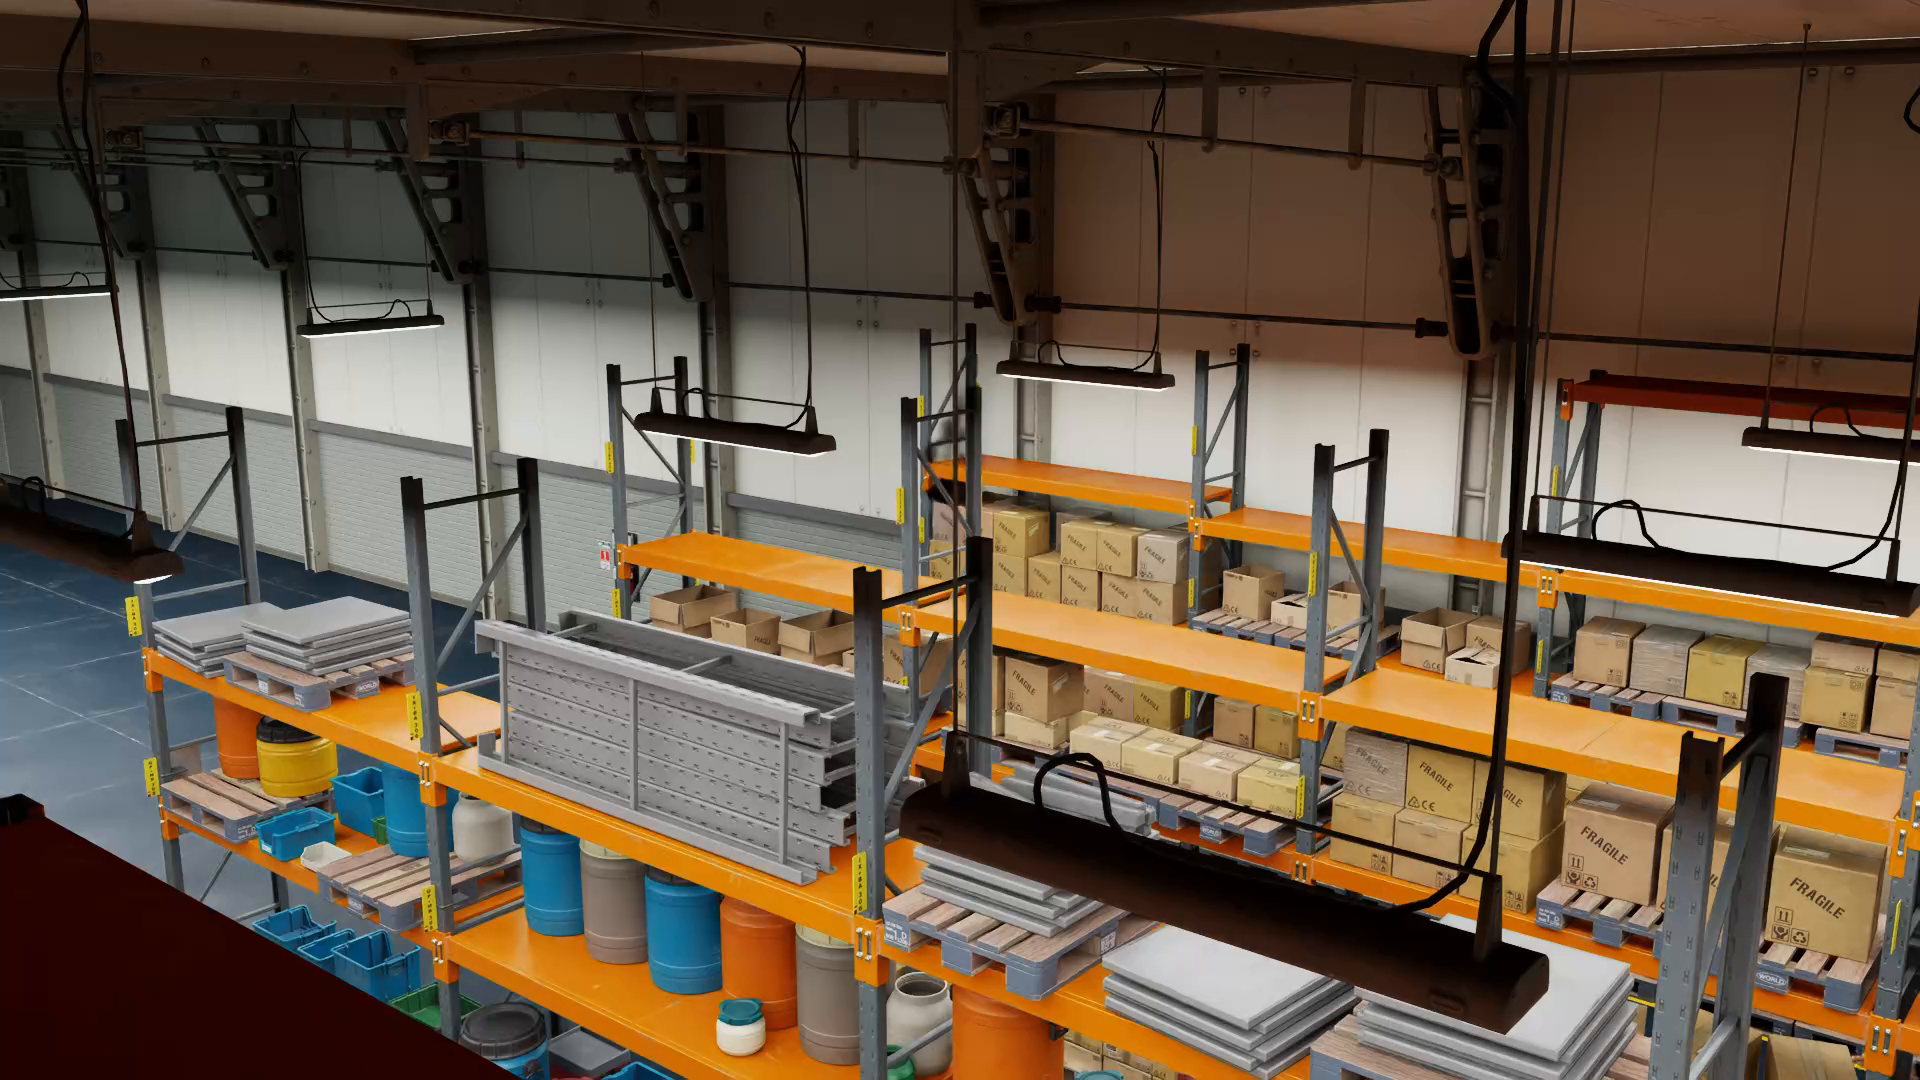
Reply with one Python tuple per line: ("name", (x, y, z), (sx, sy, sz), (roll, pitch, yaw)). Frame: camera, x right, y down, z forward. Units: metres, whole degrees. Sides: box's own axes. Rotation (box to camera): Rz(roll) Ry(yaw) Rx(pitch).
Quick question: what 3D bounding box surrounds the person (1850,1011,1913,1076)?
("person", (7.302, 4.359, 13.230), (0.636, 1.624, 0.544), (8, 15, 33))
